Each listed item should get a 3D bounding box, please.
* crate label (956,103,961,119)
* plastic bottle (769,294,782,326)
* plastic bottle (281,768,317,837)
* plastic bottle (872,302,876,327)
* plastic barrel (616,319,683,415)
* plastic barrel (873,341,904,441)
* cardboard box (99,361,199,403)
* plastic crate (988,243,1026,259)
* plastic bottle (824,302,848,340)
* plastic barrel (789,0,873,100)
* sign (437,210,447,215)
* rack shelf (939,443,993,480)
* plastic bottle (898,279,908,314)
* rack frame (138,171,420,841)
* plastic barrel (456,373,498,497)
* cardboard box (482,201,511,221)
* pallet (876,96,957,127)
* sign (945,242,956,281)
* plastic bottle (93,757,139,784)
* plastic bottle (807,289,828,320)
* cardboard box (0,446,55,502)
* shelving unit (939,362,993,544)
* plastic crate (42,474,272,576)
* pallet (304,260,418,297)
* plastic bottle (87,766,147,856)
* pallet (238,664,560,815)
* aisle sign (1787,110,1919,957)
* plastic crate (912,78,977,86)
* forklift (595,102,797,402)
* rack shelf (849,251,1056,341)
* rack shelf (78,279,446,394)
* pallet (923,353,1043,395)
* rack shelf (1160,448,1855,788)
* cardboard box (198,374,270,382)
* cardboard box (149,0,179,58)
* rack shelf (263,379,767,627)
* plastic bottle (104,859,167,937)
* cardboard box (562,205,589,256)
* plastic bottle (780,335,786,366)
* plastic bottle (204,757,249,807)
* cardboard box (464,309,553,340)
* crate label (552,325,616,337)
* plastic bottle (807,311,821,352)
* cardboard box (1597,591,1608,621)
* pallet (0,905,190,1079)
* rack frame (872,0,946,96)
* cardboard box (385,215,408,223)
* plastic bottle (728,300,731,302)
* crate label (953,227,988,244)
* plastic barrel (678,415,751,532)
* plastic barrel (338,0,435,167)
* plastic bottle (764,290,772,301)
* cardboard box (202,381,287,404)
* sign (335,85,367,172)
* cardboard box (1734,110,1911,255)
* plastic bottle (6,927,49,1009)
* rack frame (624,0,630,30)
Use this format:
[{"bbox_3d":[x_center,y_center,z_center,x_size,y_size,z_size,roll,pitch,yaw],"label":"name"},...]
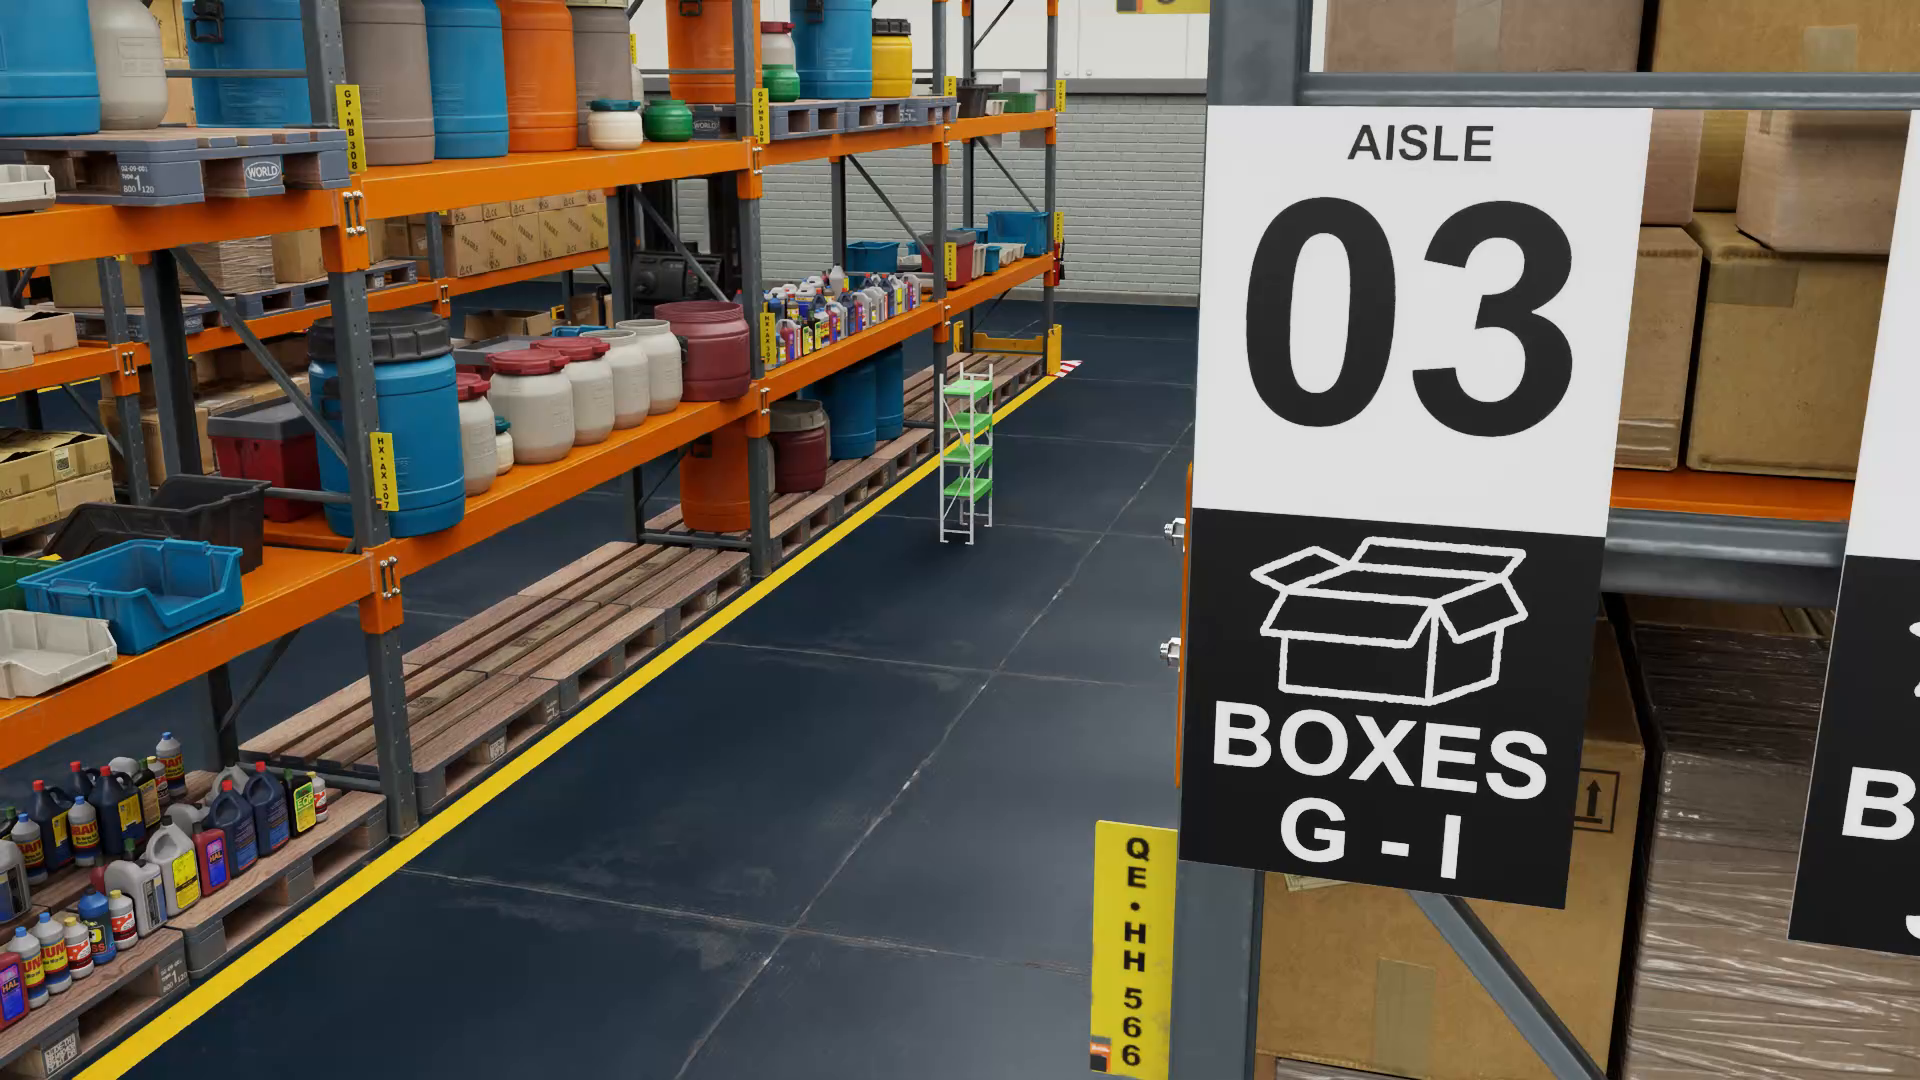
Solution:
[{"bbox_3d":[-0.192,-3.707,14.386,0.293,0.136,0.466,5,16,16],"label":"crate label"},{"bbox_3d":[-1.411,-1.738,12.696,0.097,0.271,0.097,0,16,0],"label":"plastic bottle"},{"bbox_3d":[-2.702,1.055,6.785,0.061,0.283,0.133,5,17,19],"label":"plastic bottle"},{"bbox_3d":[-0.703,-1.766,12.922,0.097,0.201,0.097,0,16,0],"label":"plastic bottle"},{"bbox_3d":[-1.833,-1.006,9.675,0.421,0.512,0.421,0,16,0],"label":"plastic barrel"},{"bbox_3d":[-0.779,-1.336,14.119,0.600,0.901,0.708,5,16,16],"label":"plastic barrel"},{"bbox_3d":[-6.440,-1.271,13.214,0.500,0.250,0.500,5,17,18],"label":"cardboard box"},{"bbox_3d":[0.470,-3.006,17.303,0.396,0.136,0.243,5,16,16],"label":"plastic crate"},{"bbox_3d":[-0.918,-1.629,12.305,0.152,0.276,0.135,5,16,16],"label":"plastic bottle"},{"bbox_3d":[-0.947,-3.713,12.236,0.600,0.901,0.708,5,16,16],"label":"plastic barrel"},{"bbox_3d":[-4.823,-3.185,15.439,0.100,0.325,0.005,5,16,16],"label":"sign"},{"bbox_3d":[0.047,-0.559,11.836,0.258,0.148,0.480,5,16,16],"label":"rack shelf"},{"bbox_3d":[-0.514,-2.001,13.615,0.152,0.276,0.135,5,16,16],"label":"plastic bottle"},{"bbox_3d":[-2.882,-0.192,7.008,1.000,3.000,0.127,5,16,16],"label":"rack frame"},{"bbox_3d":[-2.400,-0.490,7.812,0.433,0.535,0.433,0,16,0],"label":"plastic barrel"},{"bbox_3d":[-4.807,-3.435,16.429,0.500,0.500,0.500,4,16,14],"label":"cardboard box"},{"bbox_3d":[-0.737,-3.424,13.254,1.213,0.211,1.003,5,16,16],"label":"pallet"},{"bbox_3d":[-0.081,-2.375,14.197,0.100,0.325,0.005,5,16,16],"label":"sign"},{"bbox_3d":[-3.458,1.043,6.840,0.152,0.276,0.135,5,17,18],"label":"plastic bottle"},{"bbox_3d":[-1.053,-1.684,12.358,0.144,0.351,0.185,5,16,16],"label":"plastic bottle"},{"bbox_3d":[-6.547,-0.480,11.265,0.500,0.311,0.500,4,16,15],"label":"cardboard box"},{"bbox_3d":[0.047,-0.621,11.818,0.258,1.200,0.503,5,16,16],"label":"shelving unit"},{"bbox_3d":[-3.153,-0.035,6.569,0.767,0.338,0.504,5,16,16],"label":"plastic crate"},{"bbox_3d":[-5.688,-2.377,15.064,1.003,0.211,1.213,5,16,16],"label":"pallet"},{"bbox_3d":[-3.371,1.061,6.639,0.144,0.351,0.185,5,16,16],"label":"plastic bottle"},{"bbox_3d":[-2.696,0.941,8.124,1.003,0.211,1.213,5,16,16],"label":"pallet"},{"bbox_3d":[1.000,0.028,1.471,0.394,0.787,0.004,5,16,16],"label":"aisle sign"},{"bbox_3d":[-0.169,-4.366,16.342,0.504,0.338,0.767,5,16,16],"label":"plastic crate"},{"bbox_3d":[-2.656,-2.388,14.877,1.130,2.935,3.031,7,17,23],"label":"forklift"},{"bbox_3d":[-0.040,-2.462,16.330,1.077,0.370,4.000,5,16,16],"label":"rack shelf"},{"bbox_3d":[-5.925,-1.800,13.998,1.077,0.370,4.000,5,16,16],"label":"rack shelf"},{"bbox_3d":[0.257,-1.777,17.707,1.003,0.211,1.213,5,16,16],"label":"pallet"},{"bbox_3d":[1.299,-0.381,3.498,1.077,0.370,4.000,5,16,16],"label":"rack shelf"},{"bbox_3d":[-6.162,-1.168,14.226,0.500,0.500,0.500,4,16,14],"label":"cardboard box"},{"bbox_3d":[-6.218,-3.843,12.367,0.500,0.500,0.500,5,16,16],"label":"cardboard box"},{"bbox_3d":[-2.313,-0.369,8.951,1.077,0.370,4.000,5,16,16],"label":"rack shelf"},{"bbox_3d":[-2.985,1.275,6.023,0.152,0.276,0.135,5,17,17],"label":"plastic bottle"},{"bbox_3d":[-4.377,-3.360,17.995,0.500,0.500,0.500,5,17,16],"label":"cardboard box"},{"bbox_3d":[-1.225,-1.284,11.225,0.097,0.201,0.097,0,16,0],"label":"plastic bottle"},{"bbox_3d":[-2.927,1.051,6.676,0.144,0.351,0.185,5,16,16],"label":"plastic bottle"},{"bbox_3d":[-4.827,-2.172,17.760,0.797,0.503,0.637,5,16,16],"label":"cardboard box"},{"bbox_3d":[-2.287,-1.016,9.850,0.502,0.435,0.616,5,16,16],"label":"crate label"},{"bbox_3d":[-1.033,-1.483,11.775,0.061,0.283,0.133,5,16,16],"label":"plastic bottle"},{"bbox_3d":[0.786,0.272,2.812,0.500,0.500,0.500,5,16,16],"label":"cardboard box"},{"bbox_3d":[-3.457,1.642,5.652,1.003,0.211,1.213,5,16,16],"label":"pallet"},{"bbox_3d":[-0.608,-5.171,13.569,1.000,3.000,0.127,5,16,16],"label":"rack frame"},{"bbox_3d":[-5.461,-3.351,16.132,0.500,0.500,0.500,5,17,16],"label":"cardboard box"},{"bbox_3d":[-1.714,-1.620,12.258,0.061,0.283,0.133,5,16,16],"label":"plastic bottle"},{"bbox_3d":[0.143,-3.240,17.954,0.416,0.233,0.303,5,16,16],"label":"crate label"},{"bbox_3d":[-1.622,-0.525,11.392,0.600,0.830,0.708,5,16,16],"label":"plastic barrel"},{"bbox_3d":[-2.760,-2.197,7.662,0.600,0.901,0.600,0,16,0],"label":"plastic barrel"},{"bbox_3d":[-1.493,-1.800,12.915,0.097,0.271,0.097,0,16,0],"label":"plastic bottle"},{"bbox_3d":[-5.799,-0.998,13.624,0.500,0.500,0.500,4,16,15],"label":"cardboard box"},{"bbox_3d":[-2.357,-1.594,6.437,0.100,0.325,0.005,5,16,16],"label":"sign"},{"bbox_3d":[1.030,-0.378,1.712,0.380,0.149,0.250,5,16,15],"label":"cardboard box"},{"bbox_3d":[-3.107,1.416,5.534,0.097,0.271,0.097,0,16,0],"label":"plastic bottle"},{"bbox_3d":[-4.220,-6.602,18.616,1.000,3.000,0.127,5,16,16],"label":"rack frame"}]
